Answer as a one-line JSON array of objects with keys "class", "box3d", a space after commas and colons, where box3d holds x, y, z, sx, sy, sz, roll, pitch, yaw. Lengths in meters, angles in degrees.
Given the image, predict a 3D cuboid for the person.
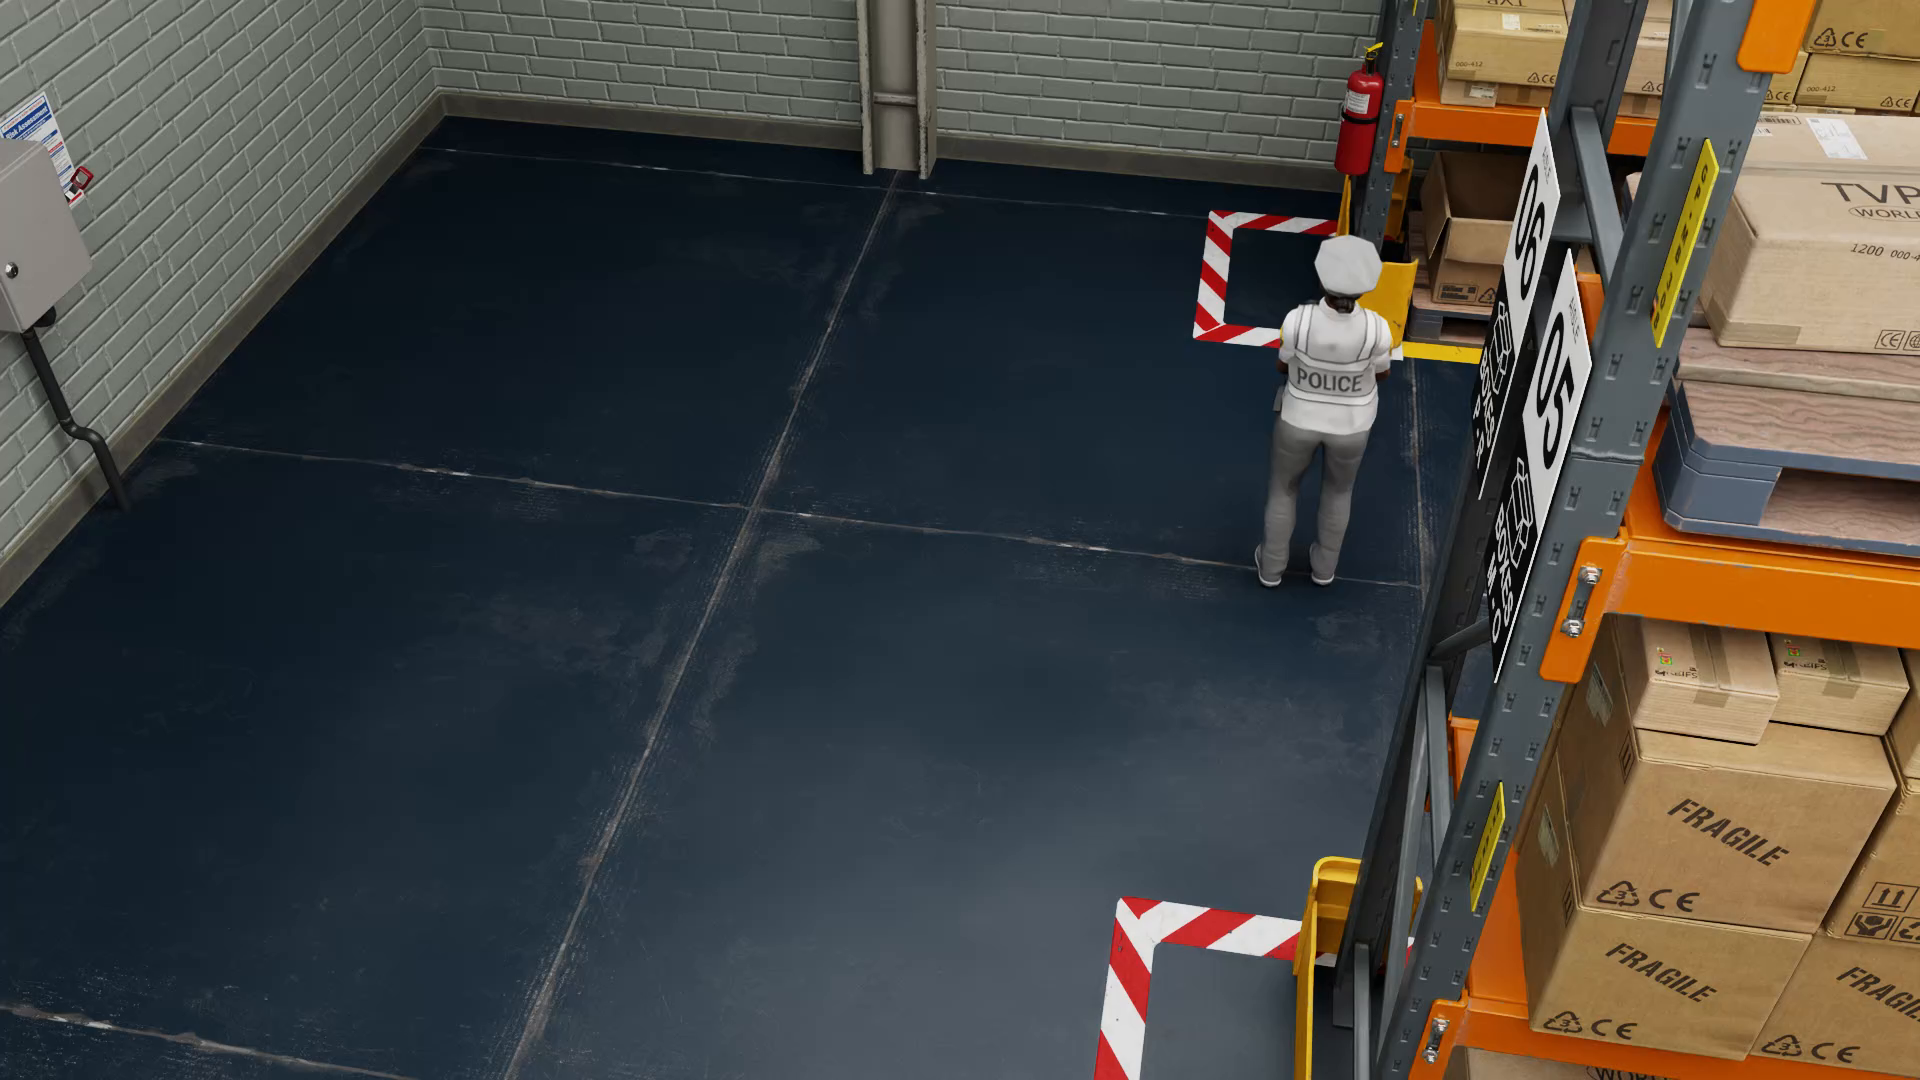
[{"class": "person", "box3d": [1.479, -0.530, 6.753, 0.450, 1.687, 0.539, 7, 41, 8]}]
